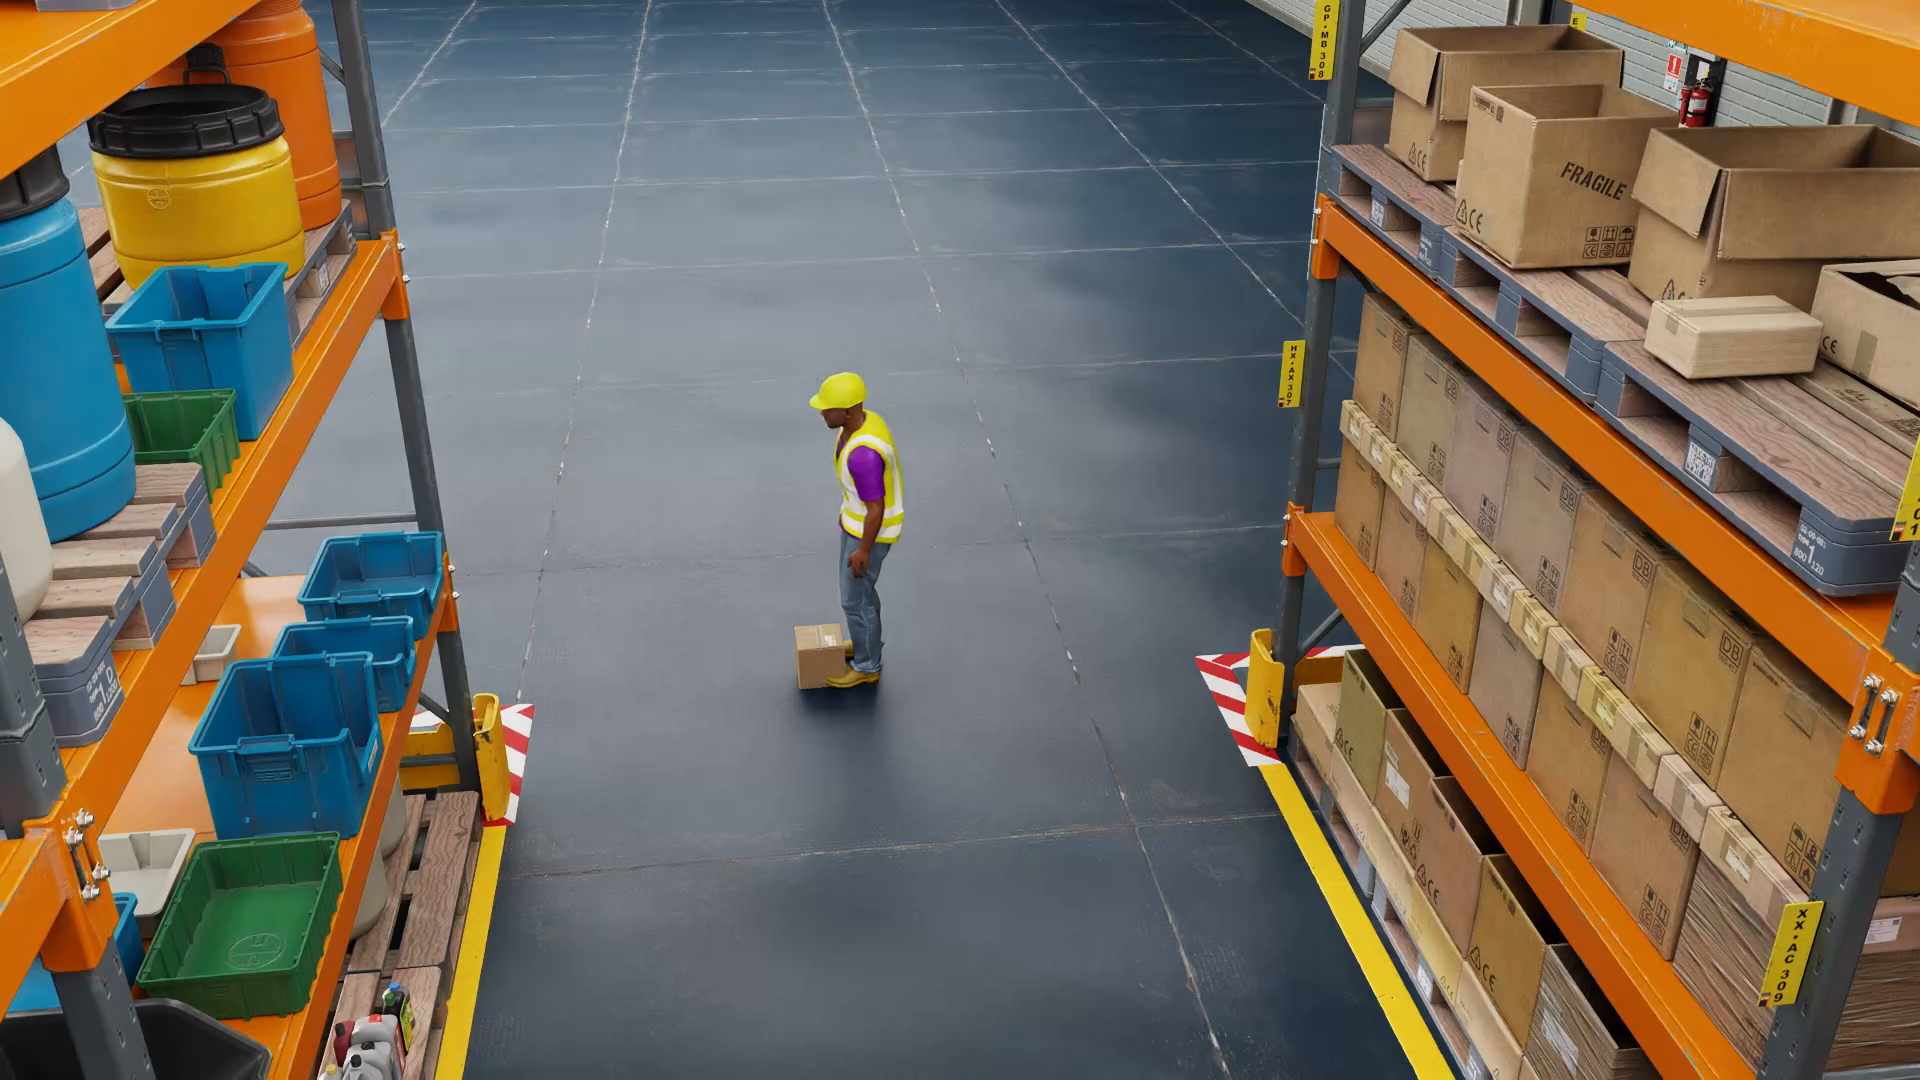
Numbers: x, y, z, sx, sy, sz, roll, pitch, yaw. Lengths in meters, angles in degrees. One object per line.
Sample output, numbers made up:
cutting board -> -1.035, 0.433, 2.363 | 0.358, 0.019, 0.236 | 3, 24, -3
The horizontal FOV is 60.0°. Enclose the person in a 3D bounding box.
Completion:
person -> -0.531, -0.063, 8.725 | 0.458, 1.757, 0.626 | -4, 27, -9
